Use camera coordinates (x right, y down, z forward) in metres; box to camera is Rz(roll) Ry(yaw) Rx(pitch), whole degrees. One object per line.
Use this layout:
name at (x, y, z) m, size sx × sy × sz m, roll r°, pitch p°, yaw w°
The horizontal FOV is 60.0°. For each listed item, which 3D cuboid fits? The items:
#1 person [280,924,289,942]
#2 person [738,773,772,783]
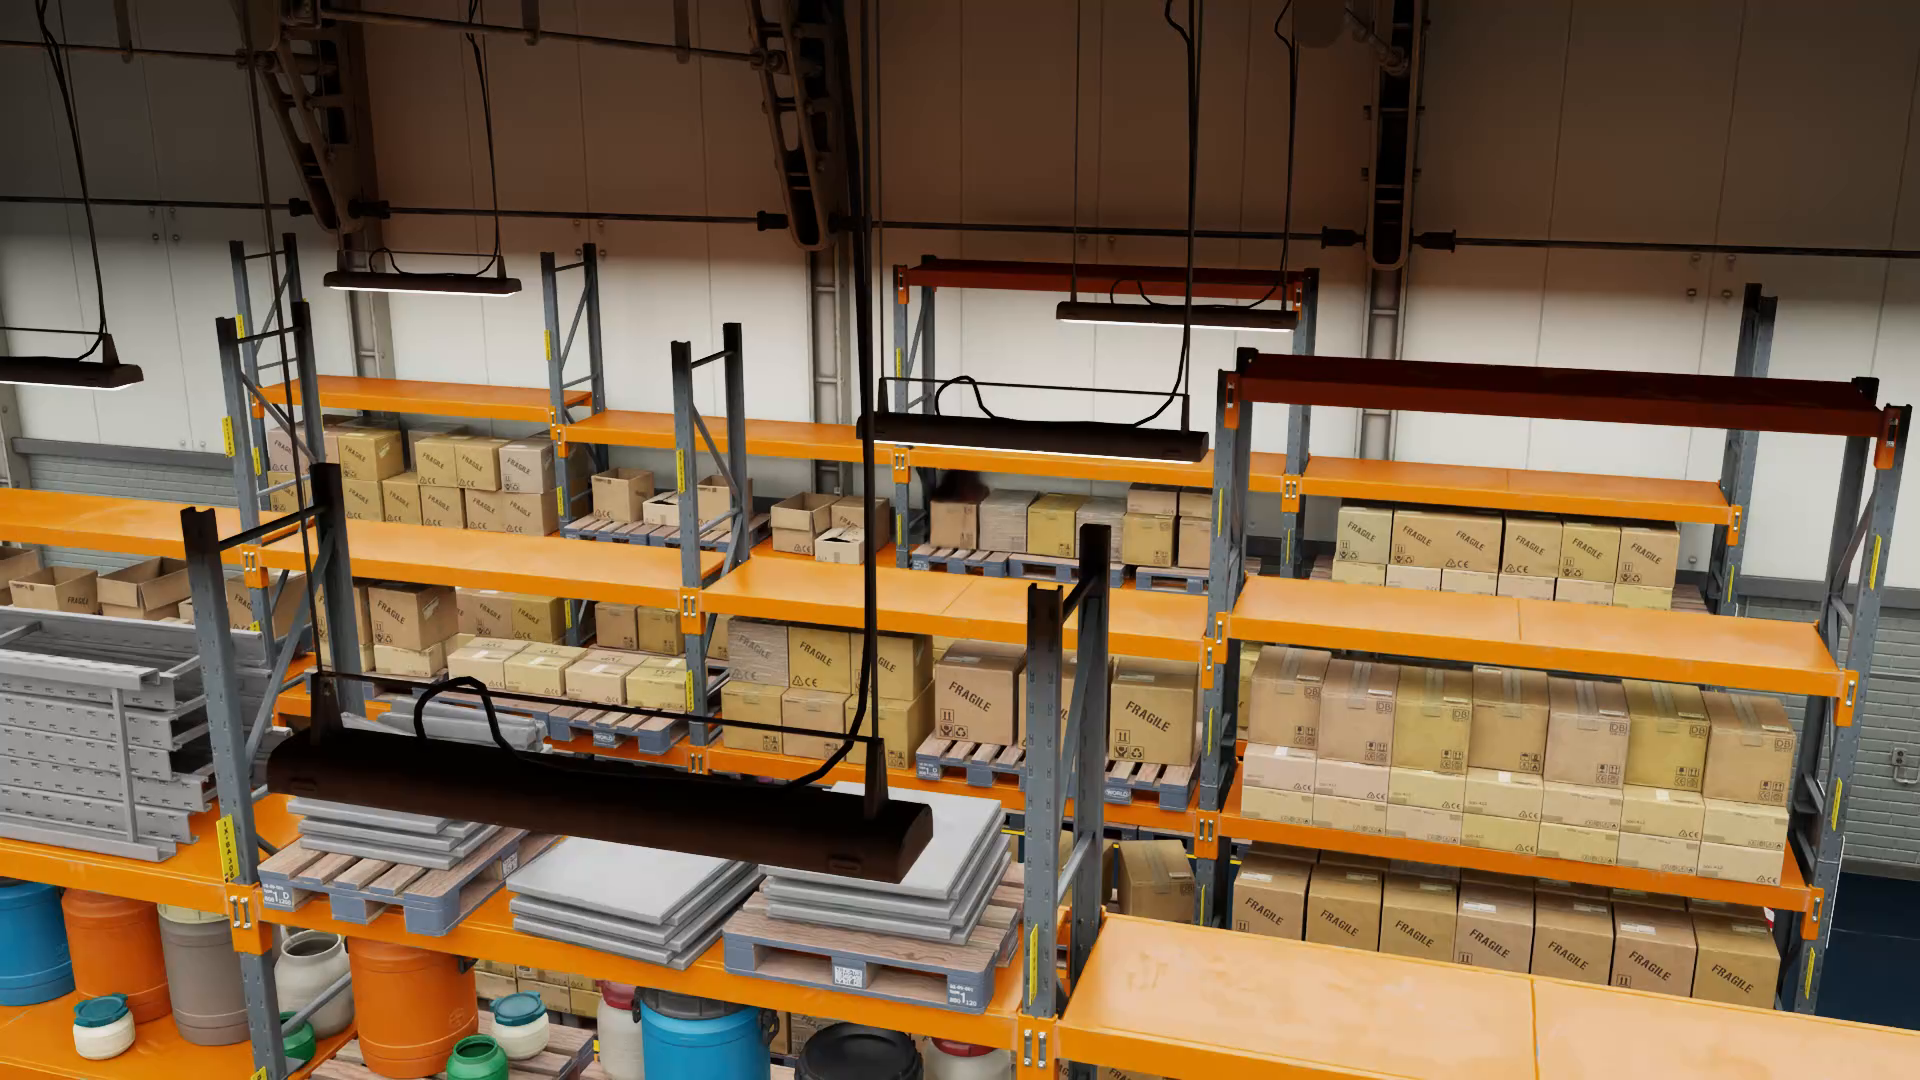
person at (-5.608, 3.532, 13.269) m, size 0.654 × 1.805 × 0.441 m, roll -1°, pitch 16°, yaw -4°
person at (-2.037, 2.519, 16.526) m, size 0.409 × 1.535 × 0.524 m, roll -11°, pitch 20°, yaw -34°
